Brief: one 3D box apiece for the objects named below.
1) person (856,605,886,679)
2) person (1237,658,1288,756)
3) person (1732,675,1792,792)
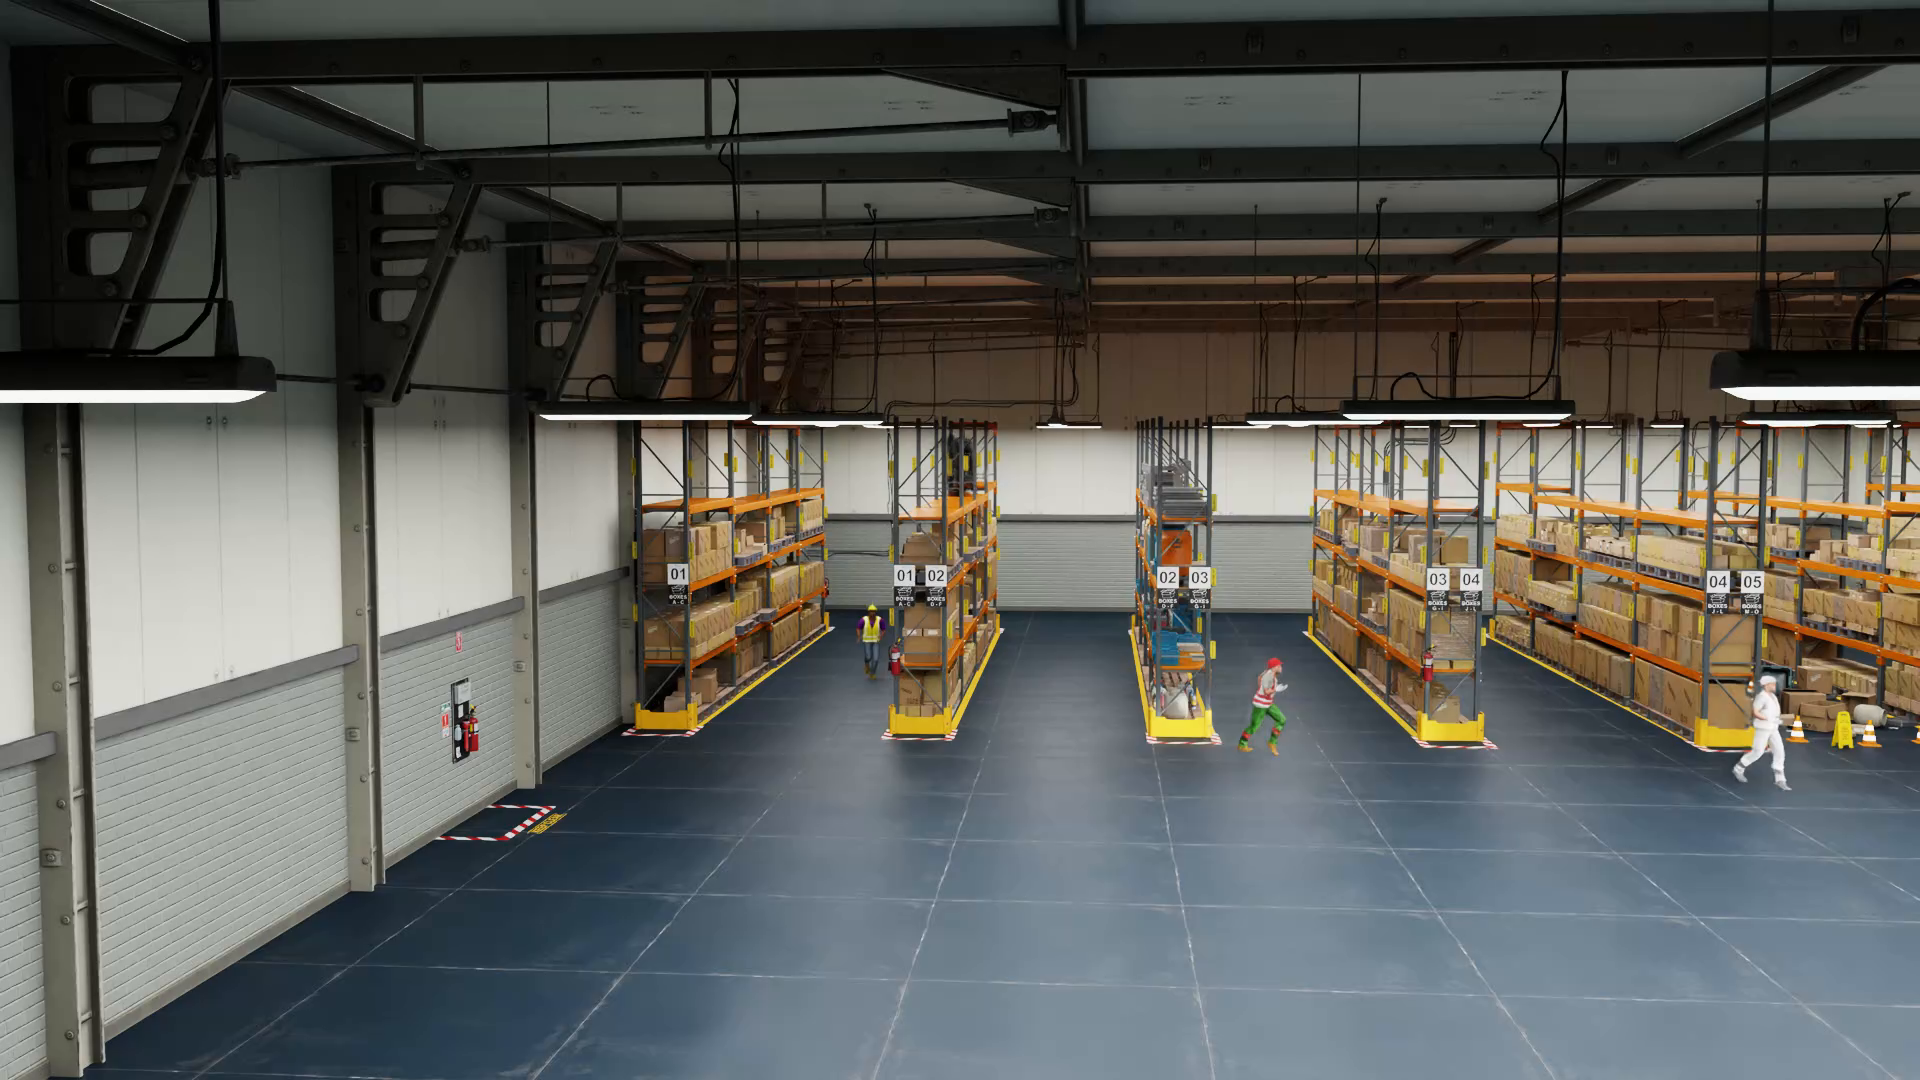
[{"bbox_3d":[-2.041,2.358,38.410,0.692,1.712,0.620,0,4,-7],"label":"person"},{"bbox_3d":[5.338,2.934,29.265,0.942,1.751,0.645,2,4,33],"label":"person"},{"bbox_3d":[12.965,3.076,26.733,0.698,1.797,0.945,-3,5,-35],"label":"person"}]
